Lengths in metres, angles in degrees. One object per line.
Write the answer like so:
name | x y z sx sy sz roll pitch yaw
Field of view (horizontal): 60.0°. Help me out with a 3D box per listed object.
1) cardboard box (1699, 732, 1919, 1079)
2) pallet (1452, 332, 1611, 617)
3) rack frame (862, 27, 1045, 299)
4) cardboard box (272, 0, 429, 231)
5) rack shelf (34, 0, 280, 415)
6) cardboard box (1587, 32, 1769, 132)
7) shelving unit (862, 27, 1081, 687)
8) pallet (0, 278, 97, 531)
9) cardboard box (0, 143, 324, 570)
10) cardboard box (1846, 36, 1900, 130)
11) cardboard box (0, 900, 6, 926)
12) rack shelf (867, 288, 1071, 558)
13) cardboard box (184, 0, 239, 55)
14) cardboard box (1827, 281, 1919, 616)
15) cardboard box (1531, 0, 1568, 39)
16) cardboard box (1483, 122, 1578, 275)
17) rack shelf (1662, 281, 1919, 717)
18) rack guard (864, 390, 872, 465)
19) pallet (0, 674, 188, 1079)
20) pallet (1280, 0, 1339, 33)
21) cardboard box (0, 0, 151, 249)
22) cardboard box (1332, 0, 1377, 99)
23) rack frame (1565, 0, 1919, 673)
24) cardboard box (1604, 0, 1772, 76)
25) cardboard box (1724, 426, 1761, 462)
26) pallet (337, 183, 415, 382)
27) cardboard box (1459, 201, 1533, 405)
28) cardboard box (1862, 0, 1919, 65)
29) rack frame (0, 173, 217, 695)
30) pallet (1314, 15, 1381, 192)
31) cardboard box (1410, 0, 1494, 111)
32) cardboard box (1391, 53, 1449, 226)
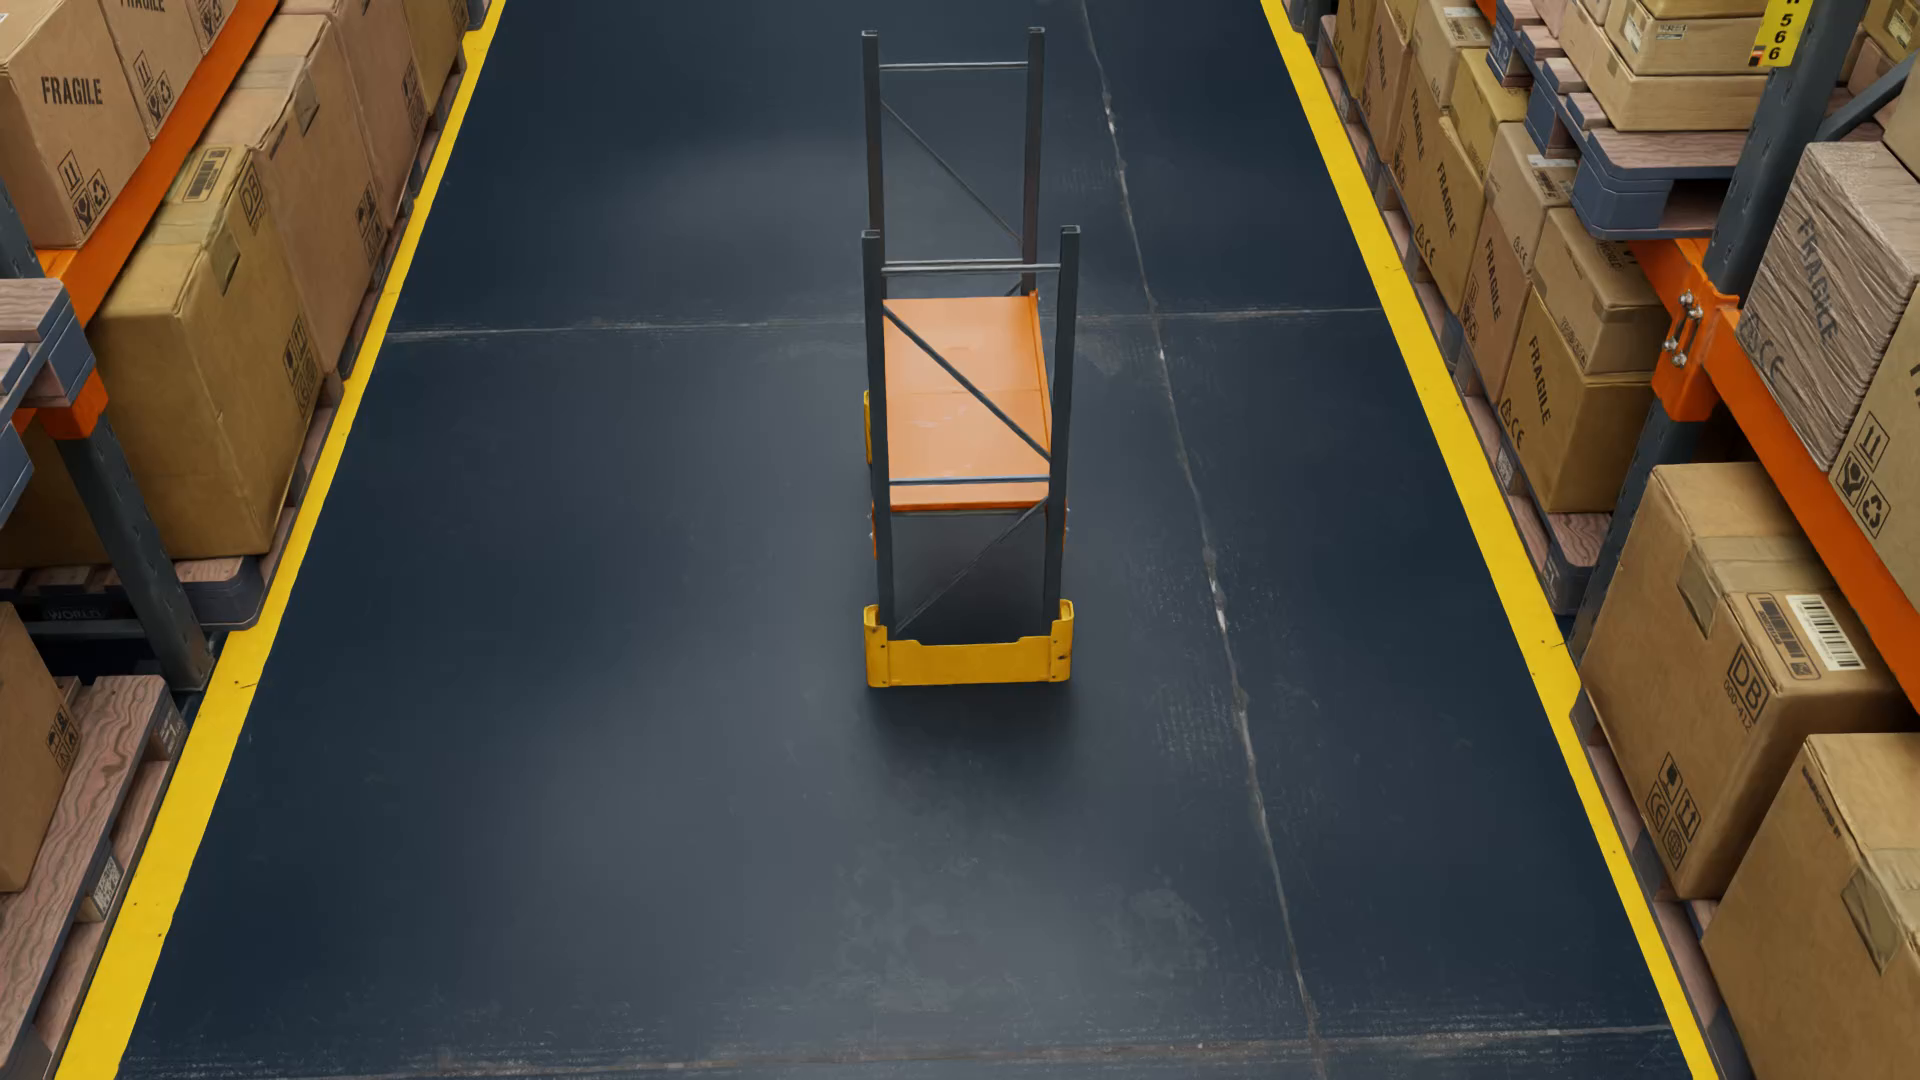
cardboard box | 2.266 0.911 3.390 1.050 0.750 0.750 -1 43 -1
pallet | 2.258 -0.267 5.385 1.003 0.211 1.213 -2 43 -2
rack frame | -0.018 -0.838 5.055 0.500 1.500 0.032 -2 43 -2
cardboard box | -2.754 -1.730 6.180 1.225 0.875 0.875 -3 43 -3
rack shelf | -2.755 -1.778 5.502 1.077 0.370 4.000 -2 43 -2
cardboard box | 1.809 -1.149 4.159 0.380 0.149 0.250 -1 43 -1
shelving unit | 0.003 -0.501 4.687 0.587 1.500 1.083 -2 43 -2
pallet | -2.533 -0.144 3.330 1.213 0.211 1.003 -2 43 -2
cardboard box | -2.679 -0.531 4.871 1.225 0.875 0.875 -3 43 -4
cardboard box | 2.472 -1.137 4.146 0.380 0.149 0.250 -2 43 -2
cardboard box | -2.585 0.892 3.581 0.700 0.500 0.500 -5 43 -5
rack shelf | 0.004 -0.363 4.802 0.538 0.185 1.000 -2 43 -2
cardboard box | -2.468 -1.760 4.876 0.500 0.500 0.500 -2 43 -3
cardboard box | 2.063 -0.150 3.120 0.500 0.500 0.500 -2 43 -2
cardboard box | 1.789 -1.491 4.532 0.380 0.149 0.250 -1 43 -1
cardboard box | 1.966 -1.072 5.184 0.500 0.250 0.500 -1 43 -1
rack shelf | 2.375 0.848 2.637 1.077 0.370 4.000 -2 43 -2
rack guard | -0.018 -0.377 5.476 0.587 0.250 0.087 -2 43 -2
pallet | -2.638 0.862 4.153 1.003 0.211 1.213 -2 43 -2
pallet | 2.056 -2.892 8.249 1.003 0.211 1.213 -2 43 -2
cardboard box | -2.419 -1.066 4.119 0.500 0.500 0.500 0 43 -1
cardboard box | 1.886 -2.195 6.963 0.500 0.500 0.500 0 43 0
rack frame | 2.290 -0.767 3.867 1.000 3.000 0.127 -2 43 -2
cardboard box | 1.814 -1.260 4.059 0.380 0.149 0.250 -1 43 -1
cardboard box | 2.514 -0.486 5.099 0.500 0.500 0.500 -3 43 -4
pallet | -2.677 -1.021 6.208 1.003 0.211 1.213 -2 43 -2
cardboard box | 1.982 -0.788 5.429 0.500 0.500 0.500 0 43 0
cardboard box | 2.470 -1.271 4.072 0.380 0.149 0.250 0 43 0
rack frame | -2.670 -0.693 3.786 1.000 3.000 0.127 -2 43 -2
pallet | 2.154 -1.914 7.182 1.003 0.211 1.213 -2 43 -2
cardboard box | 1.930 -1.767 5.942 0.500 0.250 0.500 0 43 0
cardboard box | 1.946 -1.484 6.188 0.500 0.500 0.500 -1 43 -1
